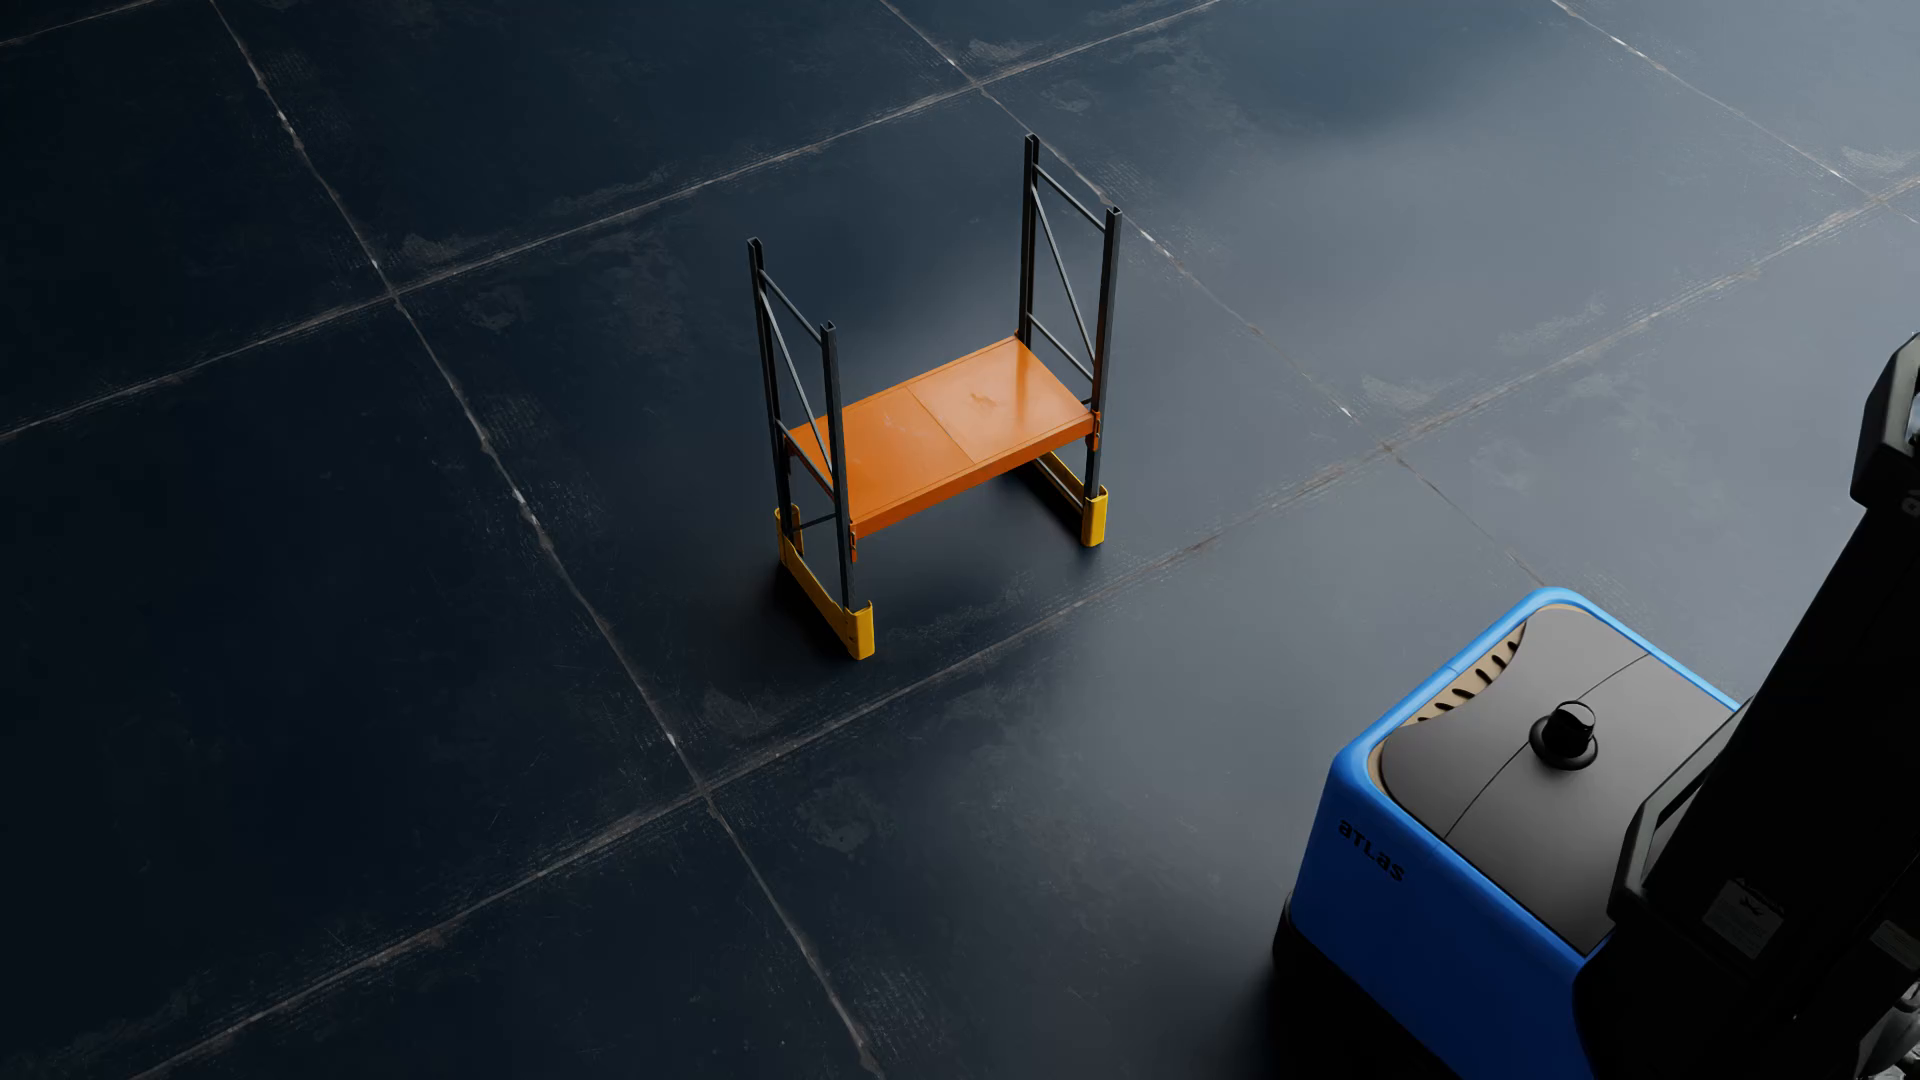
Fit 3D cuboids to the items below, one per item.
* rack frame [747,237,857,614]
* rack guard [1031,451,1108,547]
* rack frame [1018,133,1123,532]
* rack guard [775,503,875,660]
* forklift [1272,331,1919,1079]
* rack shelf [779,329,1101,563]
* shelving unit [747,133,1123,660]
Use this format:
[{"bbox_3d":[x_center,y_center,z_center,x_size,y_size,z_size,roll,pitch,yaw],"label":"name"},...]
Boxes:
[{"bbox_3d":[-0.502,-0.262,5.479,0.032,1.500,0.500,-25,53,-21],"label":"rack frame"},{"bbox_3d":[0.357,-0.251,6.306,0.087,0.250,0.587,-25,53,-21],"label":"rack guard"},{"bbox_3d":[0.358,-0.667,5.840,0.032,1.500,0.500,-25,53,-21],"label":"rack frame"},{"bbox_3d":[-0.486,0.146,5.953,0.087,0.250,0.587,-25,53,-21],"label":"rack guard"},{"bbox_3d":[2.292,0.914,3.473,1.130,2.935,3.031,-33,56,-26],"label":"forklift"},{"bbox_3d":[-0.072,-0.345,5.794,1.000,0.185,0.538,-25,53,-21],"label":"rack shelf"},{"bbox_3d":[-0.064,-0.468,5.663,1.083,1.500,0.587,-25,53,-21],"label":"shelving unit"}]
